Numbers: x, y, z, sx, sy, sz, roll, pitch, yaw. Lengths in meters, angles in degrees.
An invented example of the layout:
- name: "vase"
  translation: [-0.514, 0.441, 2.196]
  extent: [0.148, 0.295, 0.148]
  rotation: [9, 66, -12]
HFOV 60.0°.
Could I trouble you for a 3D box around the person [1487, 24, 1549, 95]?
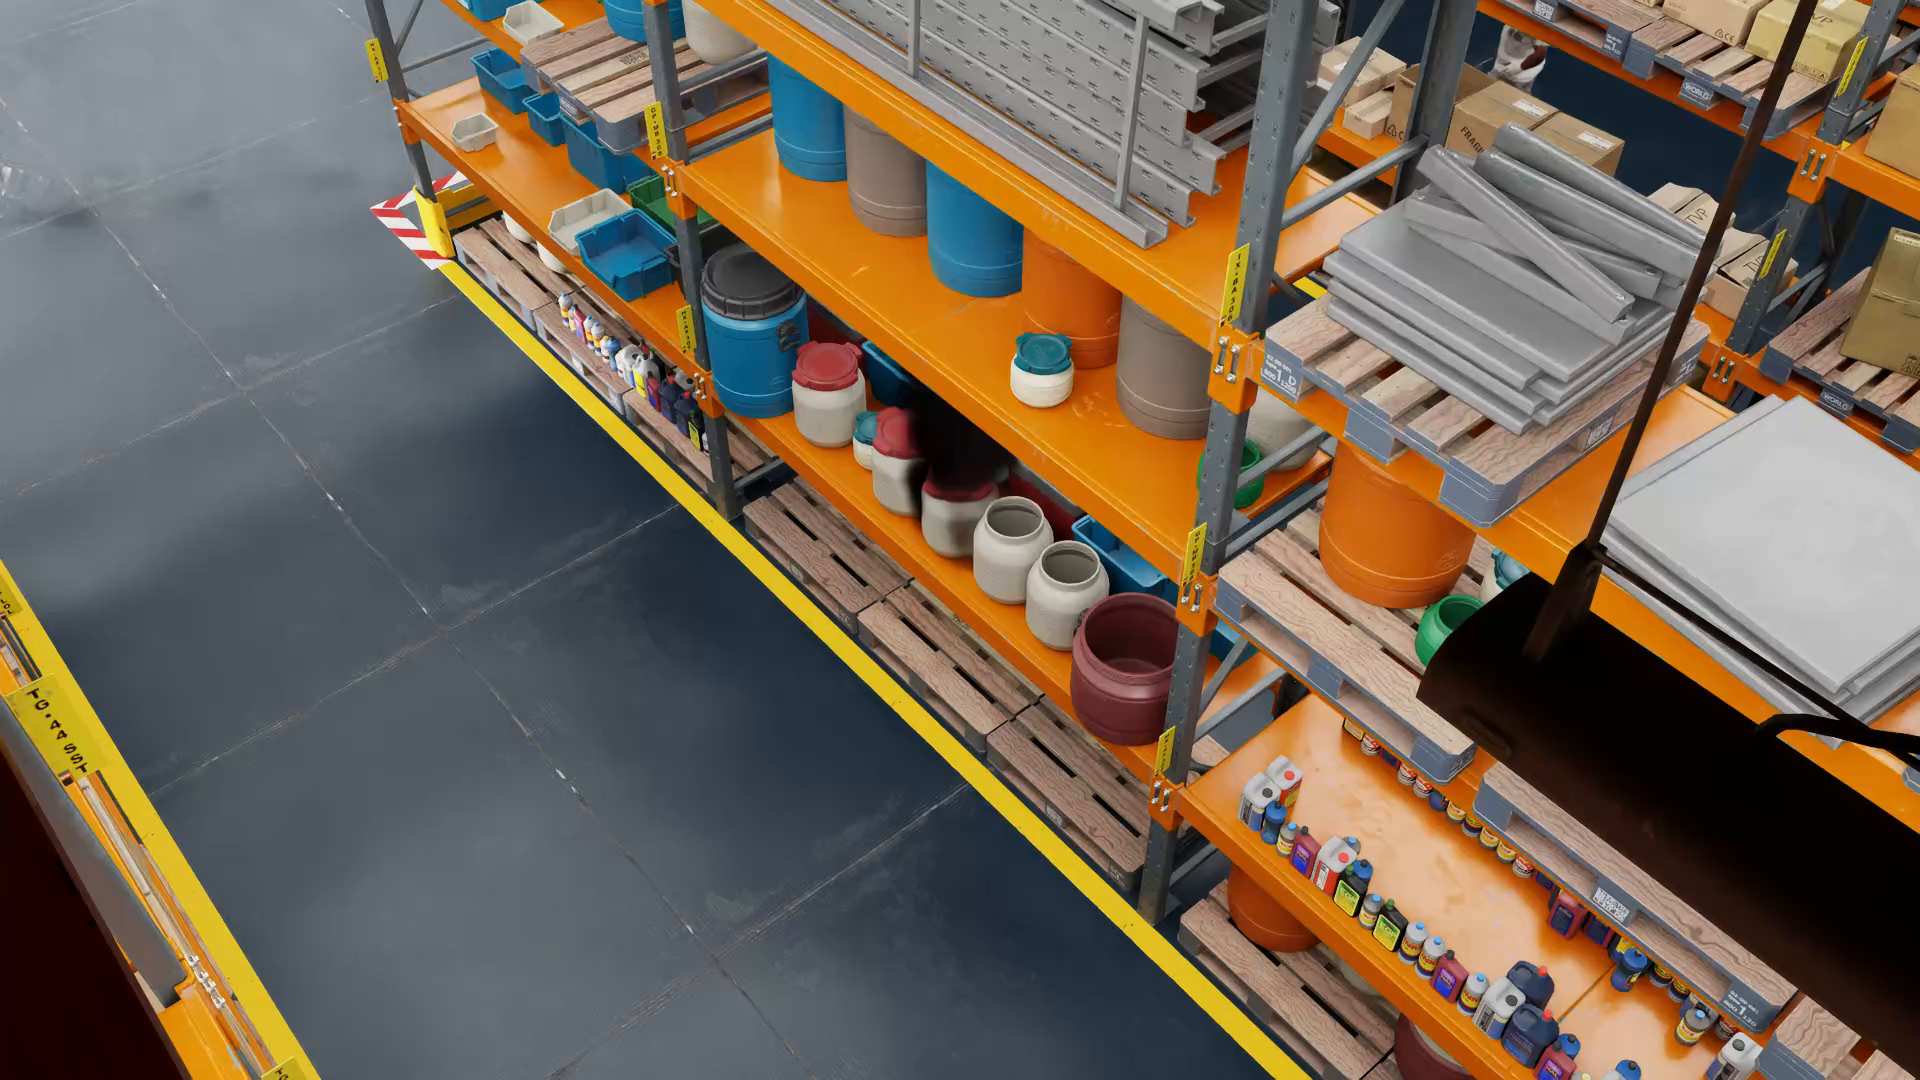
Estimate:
- name: "person"
  translation: [4.434, -3.733, 13.294]
  extent: [0.735, 1.835, 0.654]
  rotation: [32, 54, 27]
